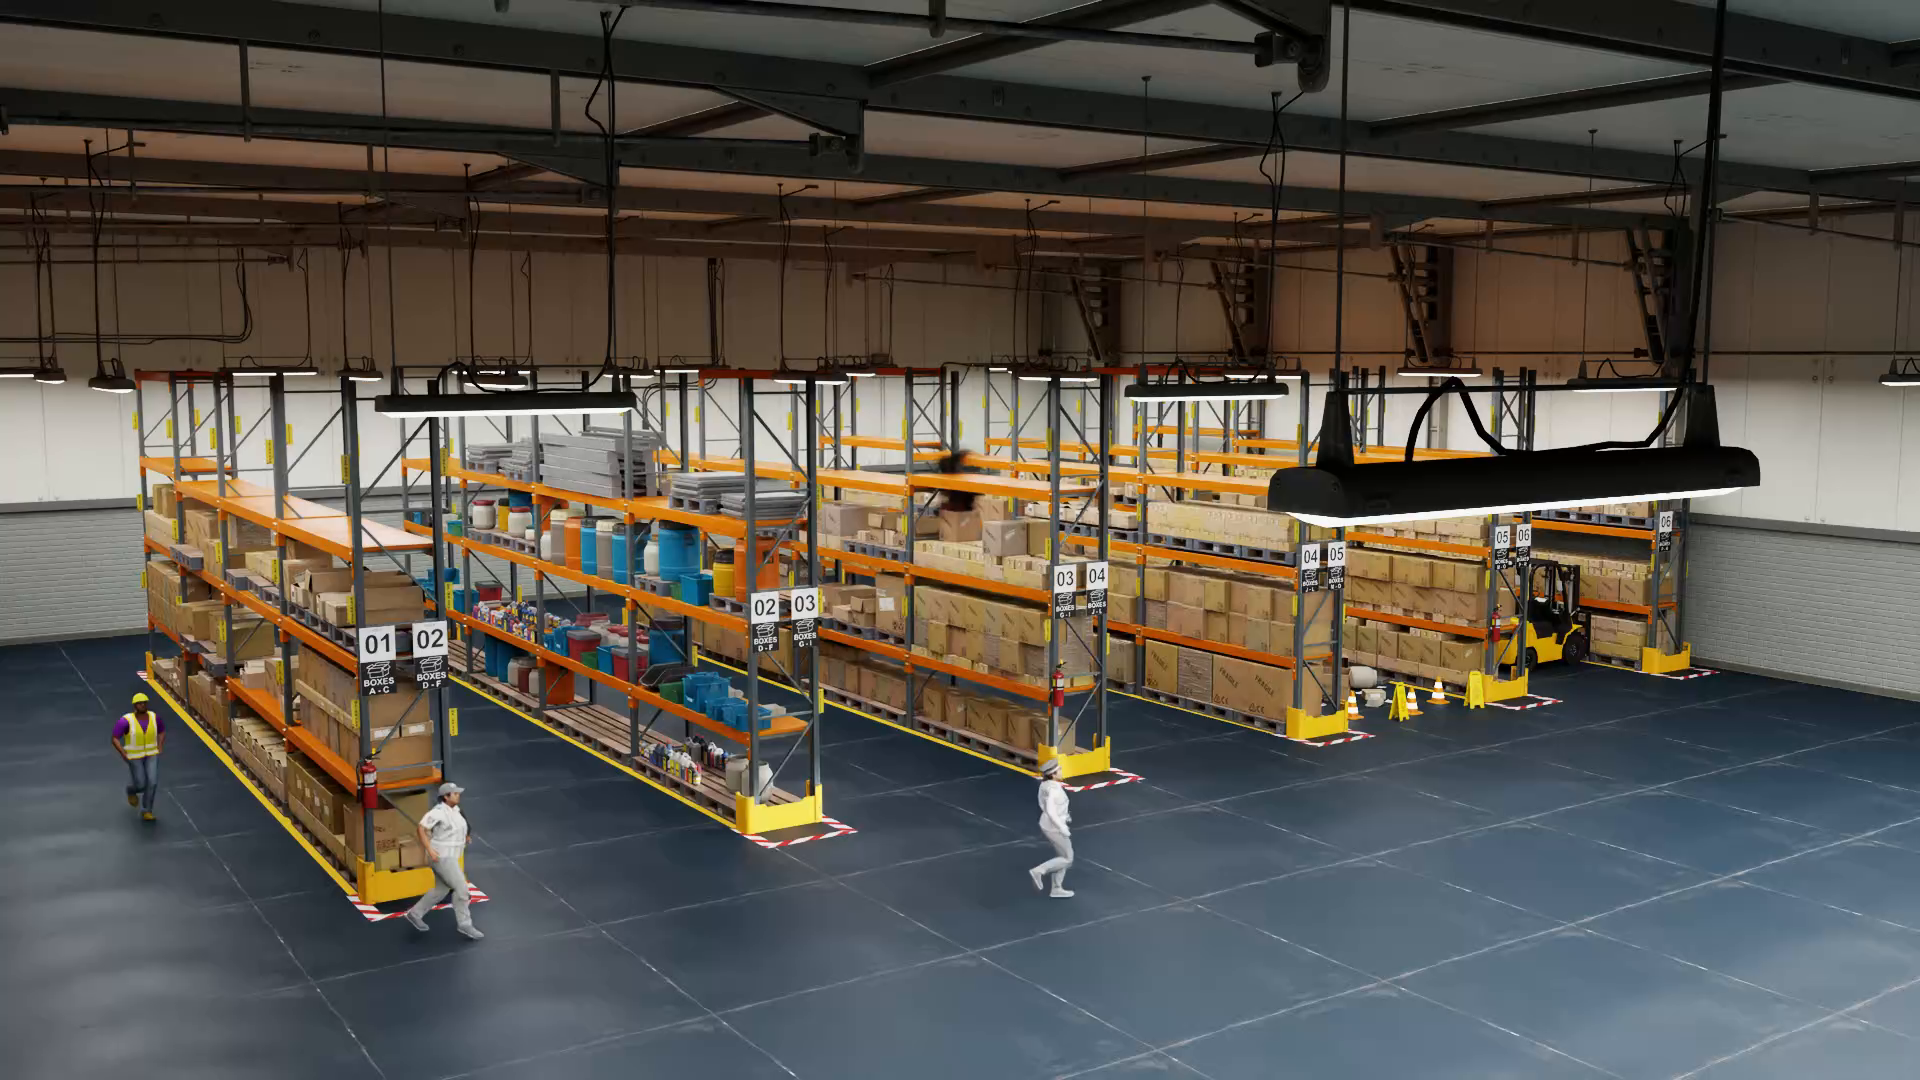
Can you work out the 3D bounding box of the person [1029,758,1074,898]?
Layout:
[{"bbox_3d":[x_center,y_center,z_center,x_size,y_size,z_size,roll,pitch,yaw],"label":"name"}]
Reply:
[{"bbox_3d":[1.053,3.340,19.269,0.567,1.651,0.629,-2,7,-15],"label":"person"}]

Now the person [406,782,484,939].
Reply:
[{"bbox_3d":[-5.610,3.477,18.167,0.897,1.646,0.625,0,6,2],"label":"person"}]

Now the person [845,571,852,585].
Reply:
[{"bbox_3d":[-2.924,0.760,42.128,0.781,1.645,0.636,0,6,1],"label":"person"}]

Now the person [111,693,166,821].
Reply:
[{"bbox_3d":[-11.161,2.933,22.665,0.697,1.725,0.677,-6,9,-43],"label":"person"}]
